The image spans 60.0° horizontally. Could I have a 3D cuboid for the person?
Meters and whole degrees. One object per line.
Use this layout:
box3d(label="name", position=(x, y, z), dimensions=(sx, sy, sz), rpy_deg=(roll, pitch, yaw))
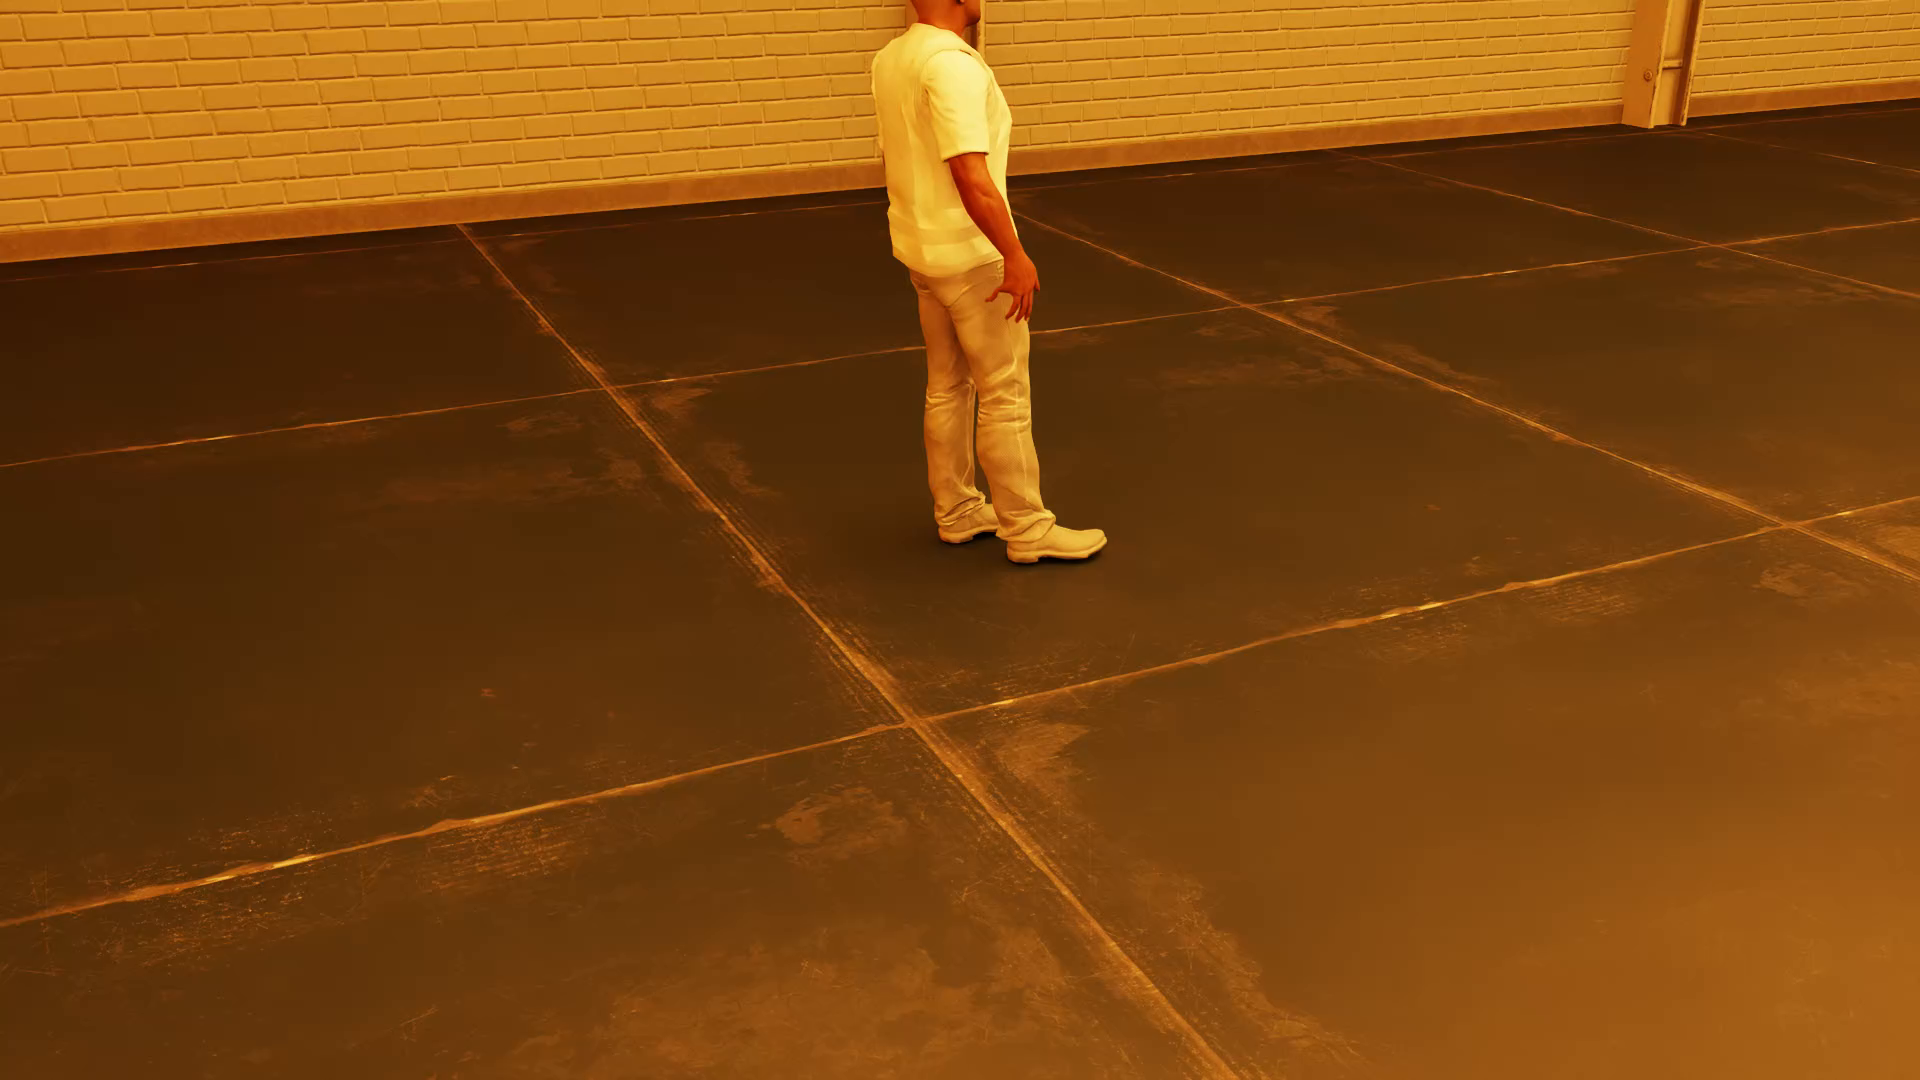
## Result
box3d(label="person", position=(0.066, -0.832, 4.788), dimensions=(0.575, 1.768, 0.665), rpy_deg=(-10, 25, -23))
